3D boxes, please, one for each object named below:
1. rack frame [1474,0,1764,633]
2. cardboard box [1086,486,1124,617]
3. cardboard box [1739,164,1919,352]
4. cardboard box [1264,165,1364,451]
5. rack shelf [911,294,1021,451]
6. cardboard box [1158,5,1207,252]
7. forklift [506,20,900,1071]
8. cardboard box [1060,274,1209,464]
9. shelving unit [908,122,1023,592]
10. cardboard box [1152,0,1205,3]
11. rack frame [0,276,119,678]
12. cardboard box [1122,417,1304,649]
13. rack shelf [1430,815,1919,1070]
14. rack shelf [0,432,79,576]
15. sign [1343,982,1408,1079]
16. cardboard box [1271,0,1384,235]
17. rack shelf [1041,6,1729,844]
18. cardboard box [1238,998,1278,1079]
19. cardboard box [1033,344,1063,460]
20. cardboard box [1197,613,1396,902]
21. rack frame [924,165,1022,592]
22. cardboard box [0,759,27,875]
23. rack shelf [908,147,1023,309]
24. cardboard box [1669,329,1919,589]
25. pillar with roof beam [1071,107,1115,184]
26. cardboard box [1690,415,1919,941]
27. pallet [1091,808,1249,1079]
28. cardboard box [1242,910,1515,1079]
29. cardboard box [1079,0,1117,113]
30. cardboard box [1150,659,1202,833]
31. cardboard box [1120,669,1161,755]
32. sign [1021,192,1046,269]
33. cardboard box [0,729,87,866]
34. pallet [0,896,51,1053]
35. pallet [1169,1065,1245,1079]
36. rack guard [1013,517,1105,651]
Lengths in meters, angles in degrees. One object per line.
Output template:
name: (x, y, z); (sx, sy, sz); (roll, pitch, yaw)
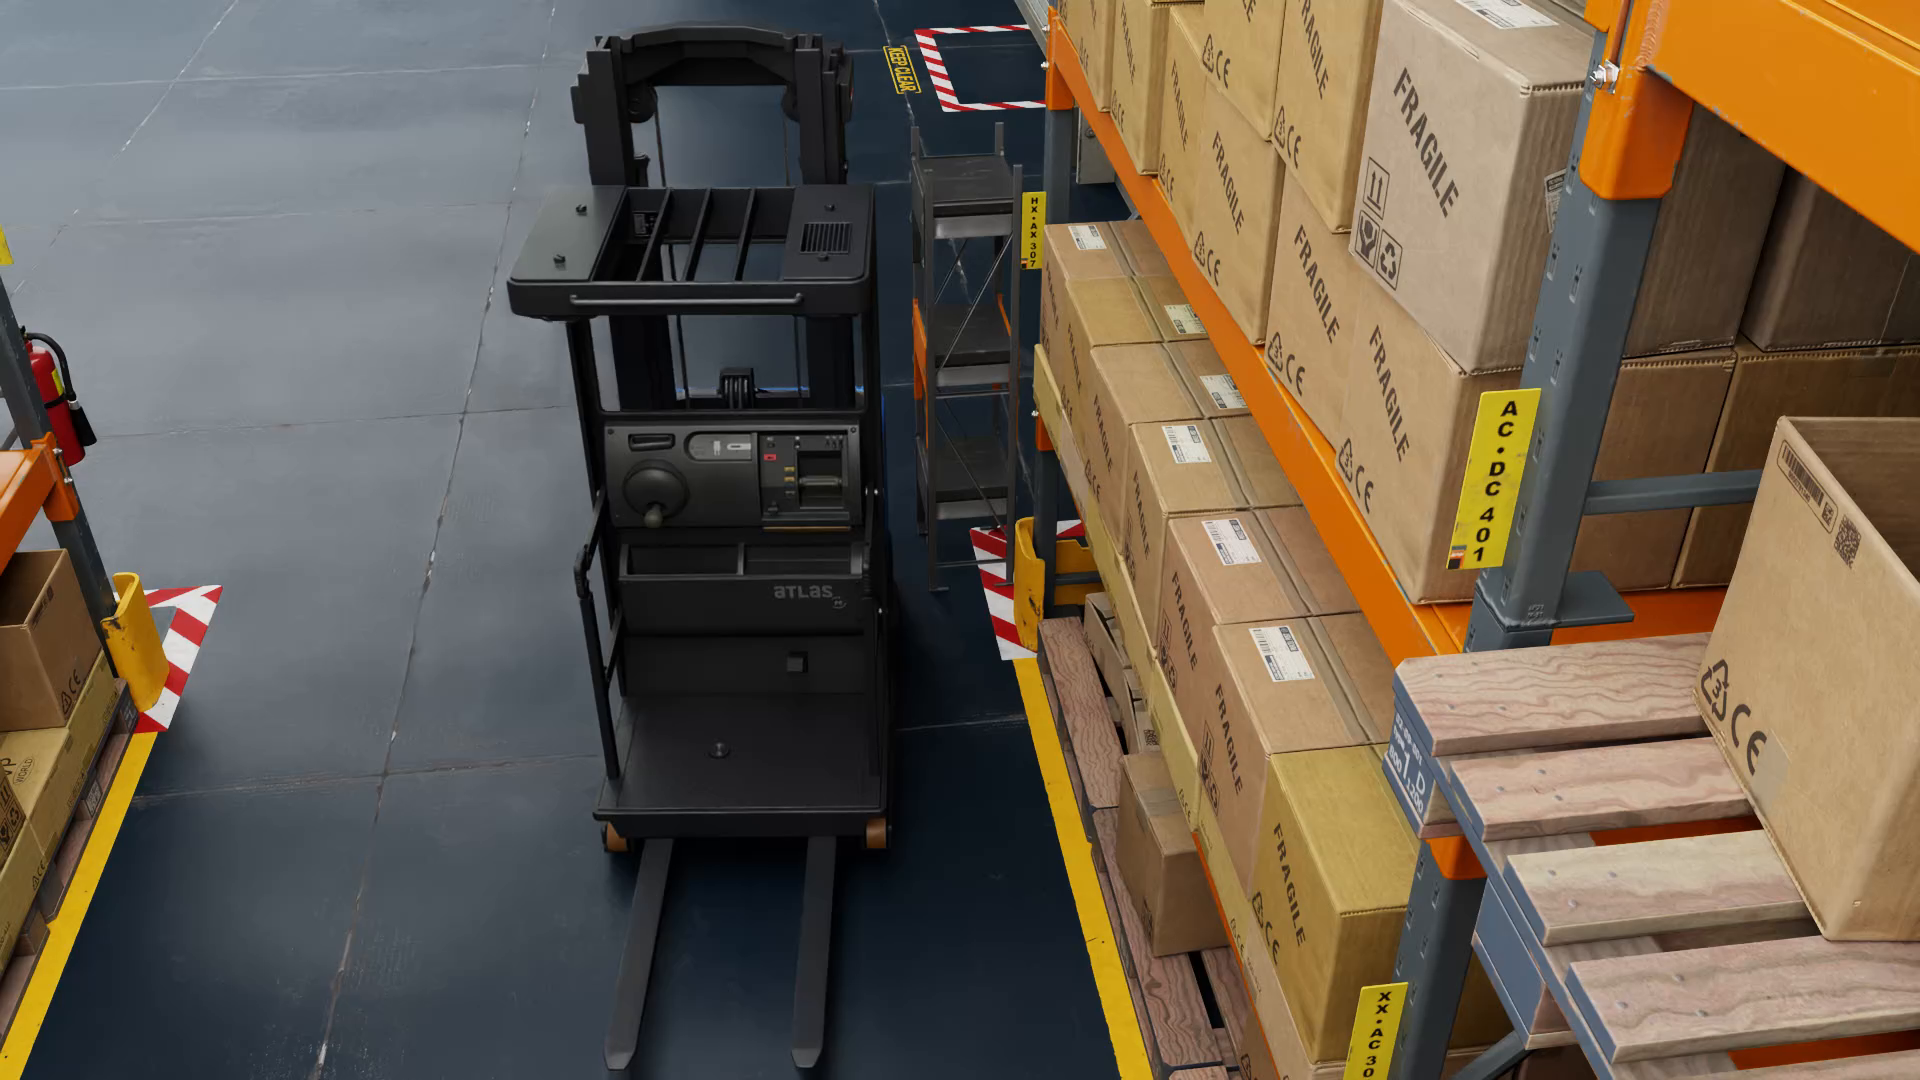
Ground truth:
rack frame: (1.371, -1.162, 1.964); (1.000, 3.000, 0.127); (-4, 35, -6)
cardboard box: (0.731, 0.009, 5.689); (0.500, 0.250, 0.500); (-5, 35, -7)
cardboard box: (1.588, -0.680, 2.926); (0.500, 0.500, 0.500); (-4, 34, -5)
cardboard box: (1.003, -0.518, 3.576); (0.500, 0.500, 0.500); (-7, 35, -10)
rack shelf: (0.022, -0.764, 7.531); (0.431, 0.518, 0.480); (-4, 35, -6)
cardboard box: (0.834, -1.109, 4.444); (0.500, 0.500, 0.500); (-2, 34, -3)
forklift: (-0.823, -0.178, 5.908); (1.130, 2.935, 3.031); (0, 34, -1)
cardboard box: (0.656, -0.605, 5.924); (0.500, 0.500, 0.500); (-4, 35, -6)
shelving unit: (0.022, -0.775, 7.523); (0.431, 2.100, 0.503); (-4, 35, -6)
cardboard box: (0.742, -1.815, 4.591); (0.500, 0.500, 0.500); (-3, 34, -5)
rack frame: (-4.075, -0.537, 6.375); (1.000, 3.000, 0.127); (-4, 35, -6)
cardboard box: (0.800, -0.029, 5.079); (0.500, 0.500, 0.500); (-3, 34, -5)
rack shelf: (1.640, 1.491, 1.373); (1.077, 0.370, 4.000); (-4, 35, -6)
rack shelf: (-3.806, 0.876, 4.940); (1.077, 0.370, 4.000); (-4, 35, -6)
sign: (0.834, 1.005, 3.343); (0.100, 0.325, 0.005); (-4, 35, -6)
cardboard box: (0.950, -0.951, 3.323); (0.500, 0.500, 0.500); (-3, 34, -4)
rack shelf: (1.102, -0.741, 4.649); (1.077, 0.370, 4.000); (-4, 35, -6)
cardboard box: (1.192, 1.592, 5.079); (0.500, 0.500, 0.500); (-7, 35, -10)
cardboard box: (0.584, -0.565, 6.530); (0.500, 0.250, 0.500); (-5, 35, -8)
cardboard box: (0.928, 0.543, 4.239); (0.500, 0.500, 0.500); (-5, 35, -7)
rack frame: (0.055, -0.639, 7.323); (0.400, 2.100, 0.015); (-4, 35, -6)
cardboard box: (-3.559, 0.949, 5.597); (0.500, 0.500, 0.500); (-4, 35, -6)
rack shelf: (0.022, -1.343, 7.137); (0.431, 0.518, 0.480); (-4, 35, -6)
cardboard box: (1.555, -0.264, 3.204); (0.500, 0.500, 0.500); (-3, 34, -5)
pillar with roof beam: (-3.288, -6.091, 9.197); (9.100, 9.000, 0.400); (-4, 35, -6)
cardboard box: (1.365, 0.174, 2.205); (0.500, 0.500, 0.500); (0, 34, 0)
pallet: (1.078, 1.415, 5.986); (1.003, 0.211, 1.213); (-4, 35, -6)
cardboard box: (1.007, 1.130, 4.044); (0.500, 0.250, 0.500); (-4, 35, -6)
cardboard box: (0.667, -1.696, 5.305); (0.500, 0.500, 0.500); (-2, 34, -3)
cardboard box: (0.865, 0.572, 4.863); (0.500, 0.250, 0.500); (-5, 35, -7)
cardboard box: (0.914, 0.726, 6.518); (0.500, 0.311, 0.500); (-2, 34, -2)
sign: (0.295, -1.231, 6.624); (0.100, 0.325, 0.005); (-4, 35, -6)
cardboard box: (-3.631, 0.980, 6.217); (0.500, 0.250, 0.500); (-4, 35, -6)
pallet: (-3.770, 1.718, 5.542); (1.003, 0.211, 1.213); (-4, 35, -6)
pallet: (1.246, 2.098, 4.984); (1.003, 0.211, 1.213); (-4, 35, -6)
rack guard: (0.843, 0.161, 7.570); (1.175, 0.500, 0.348); (-4, 35, -6)
